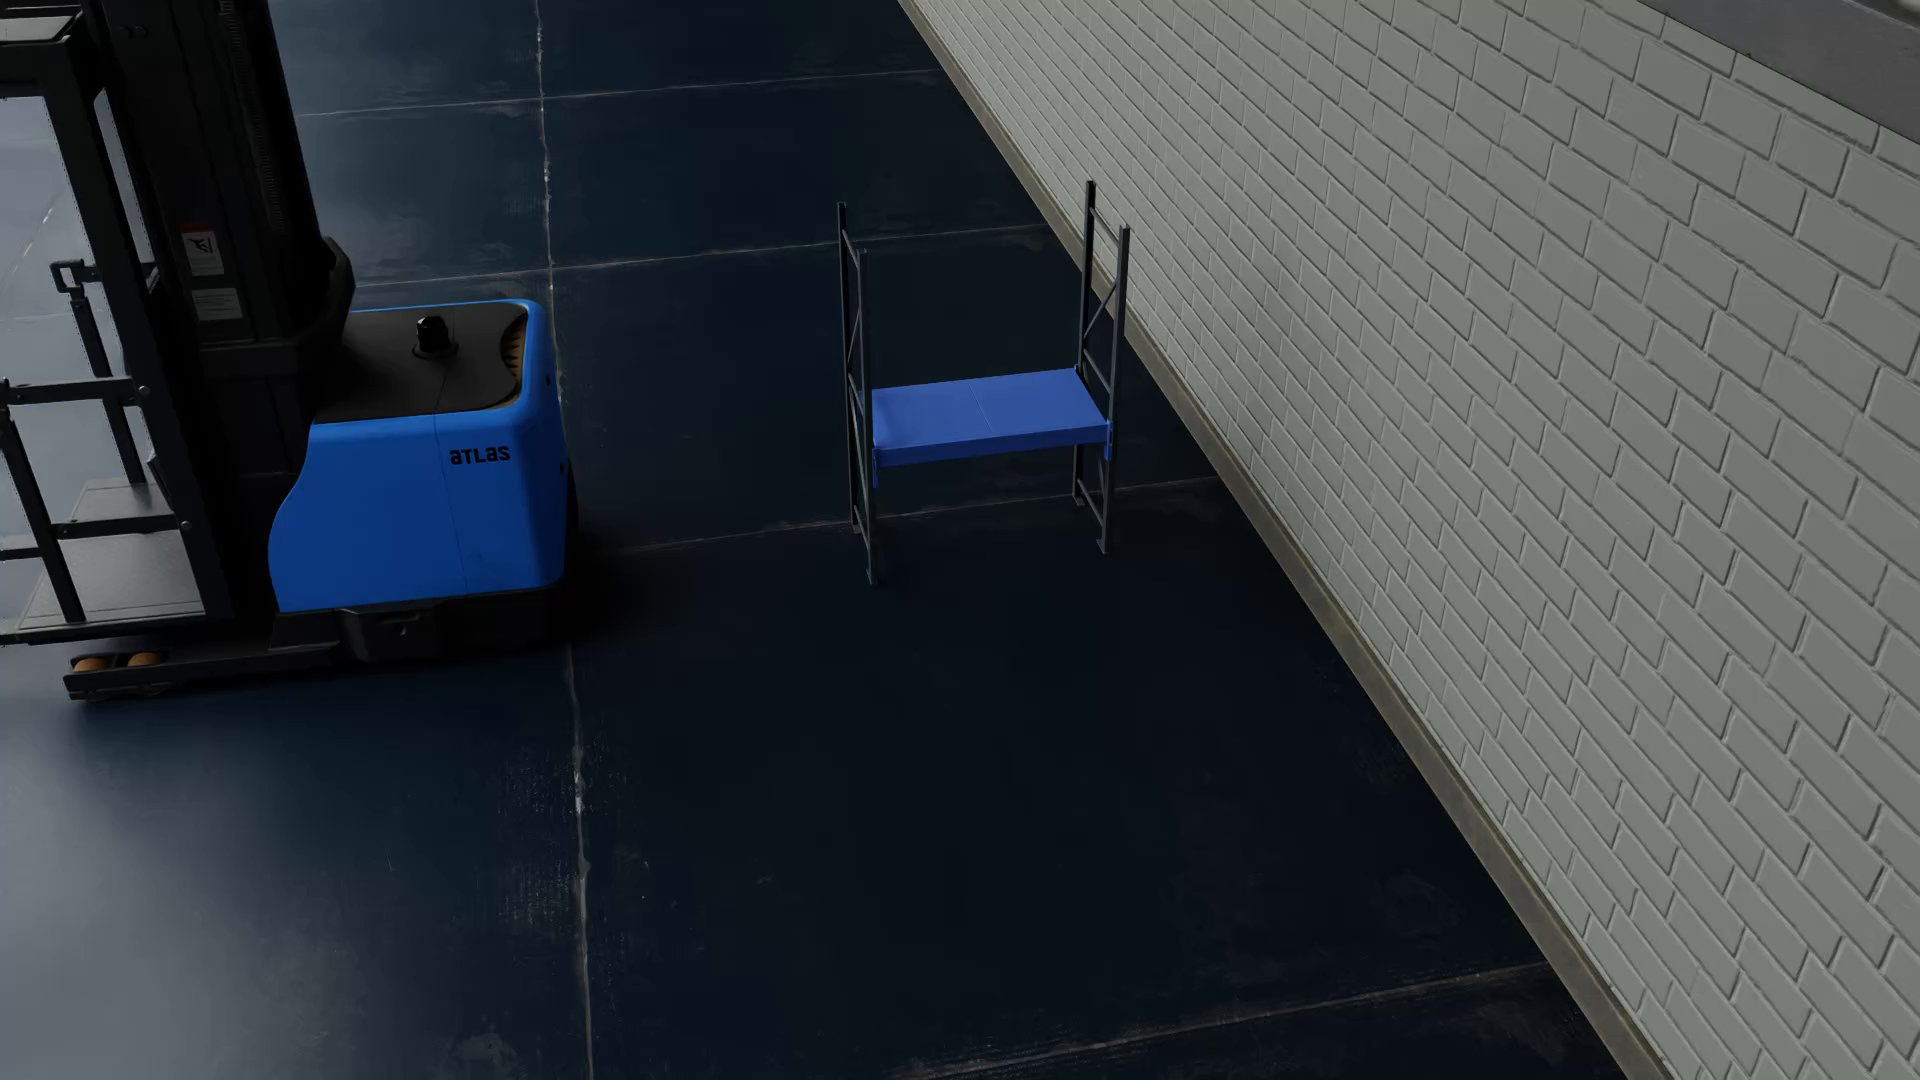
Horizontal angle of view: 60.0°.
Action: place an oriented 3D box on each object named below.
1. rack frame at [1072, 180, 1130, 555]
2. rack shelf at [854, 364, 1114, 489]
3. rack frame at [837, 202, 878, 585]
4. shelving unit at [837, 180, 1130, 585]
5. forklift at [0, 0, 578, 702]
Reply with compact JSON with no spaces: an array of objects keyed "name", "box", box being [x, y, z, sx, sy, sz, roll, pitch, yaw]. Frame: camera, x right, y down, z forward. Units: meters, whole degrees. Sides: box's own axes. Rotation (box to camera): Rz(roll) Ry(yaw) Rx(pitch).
[{"name":"rack frame","box":[0.579,-0.696,6.941,0.032,1.500,0.500,-7,35,-11]},{"name":"rack shelf","box":[0.083,-0.484,6.948,1.000,0.185,0.538,-7,35,-11]},{"name":"rack frame","box":[-0.413,-0.571,6.755,0.032,1.500,0.500,-7,35,-11]},{"name":"shelving unit","box":[0.083,-0.633,6.848,1.048,1.500,0.538,-7,35,-11]},{"name":"forklift","box":[-3.102,-0.920,5.991,3.031,2.935,1.130,-6,34,-8]}]
